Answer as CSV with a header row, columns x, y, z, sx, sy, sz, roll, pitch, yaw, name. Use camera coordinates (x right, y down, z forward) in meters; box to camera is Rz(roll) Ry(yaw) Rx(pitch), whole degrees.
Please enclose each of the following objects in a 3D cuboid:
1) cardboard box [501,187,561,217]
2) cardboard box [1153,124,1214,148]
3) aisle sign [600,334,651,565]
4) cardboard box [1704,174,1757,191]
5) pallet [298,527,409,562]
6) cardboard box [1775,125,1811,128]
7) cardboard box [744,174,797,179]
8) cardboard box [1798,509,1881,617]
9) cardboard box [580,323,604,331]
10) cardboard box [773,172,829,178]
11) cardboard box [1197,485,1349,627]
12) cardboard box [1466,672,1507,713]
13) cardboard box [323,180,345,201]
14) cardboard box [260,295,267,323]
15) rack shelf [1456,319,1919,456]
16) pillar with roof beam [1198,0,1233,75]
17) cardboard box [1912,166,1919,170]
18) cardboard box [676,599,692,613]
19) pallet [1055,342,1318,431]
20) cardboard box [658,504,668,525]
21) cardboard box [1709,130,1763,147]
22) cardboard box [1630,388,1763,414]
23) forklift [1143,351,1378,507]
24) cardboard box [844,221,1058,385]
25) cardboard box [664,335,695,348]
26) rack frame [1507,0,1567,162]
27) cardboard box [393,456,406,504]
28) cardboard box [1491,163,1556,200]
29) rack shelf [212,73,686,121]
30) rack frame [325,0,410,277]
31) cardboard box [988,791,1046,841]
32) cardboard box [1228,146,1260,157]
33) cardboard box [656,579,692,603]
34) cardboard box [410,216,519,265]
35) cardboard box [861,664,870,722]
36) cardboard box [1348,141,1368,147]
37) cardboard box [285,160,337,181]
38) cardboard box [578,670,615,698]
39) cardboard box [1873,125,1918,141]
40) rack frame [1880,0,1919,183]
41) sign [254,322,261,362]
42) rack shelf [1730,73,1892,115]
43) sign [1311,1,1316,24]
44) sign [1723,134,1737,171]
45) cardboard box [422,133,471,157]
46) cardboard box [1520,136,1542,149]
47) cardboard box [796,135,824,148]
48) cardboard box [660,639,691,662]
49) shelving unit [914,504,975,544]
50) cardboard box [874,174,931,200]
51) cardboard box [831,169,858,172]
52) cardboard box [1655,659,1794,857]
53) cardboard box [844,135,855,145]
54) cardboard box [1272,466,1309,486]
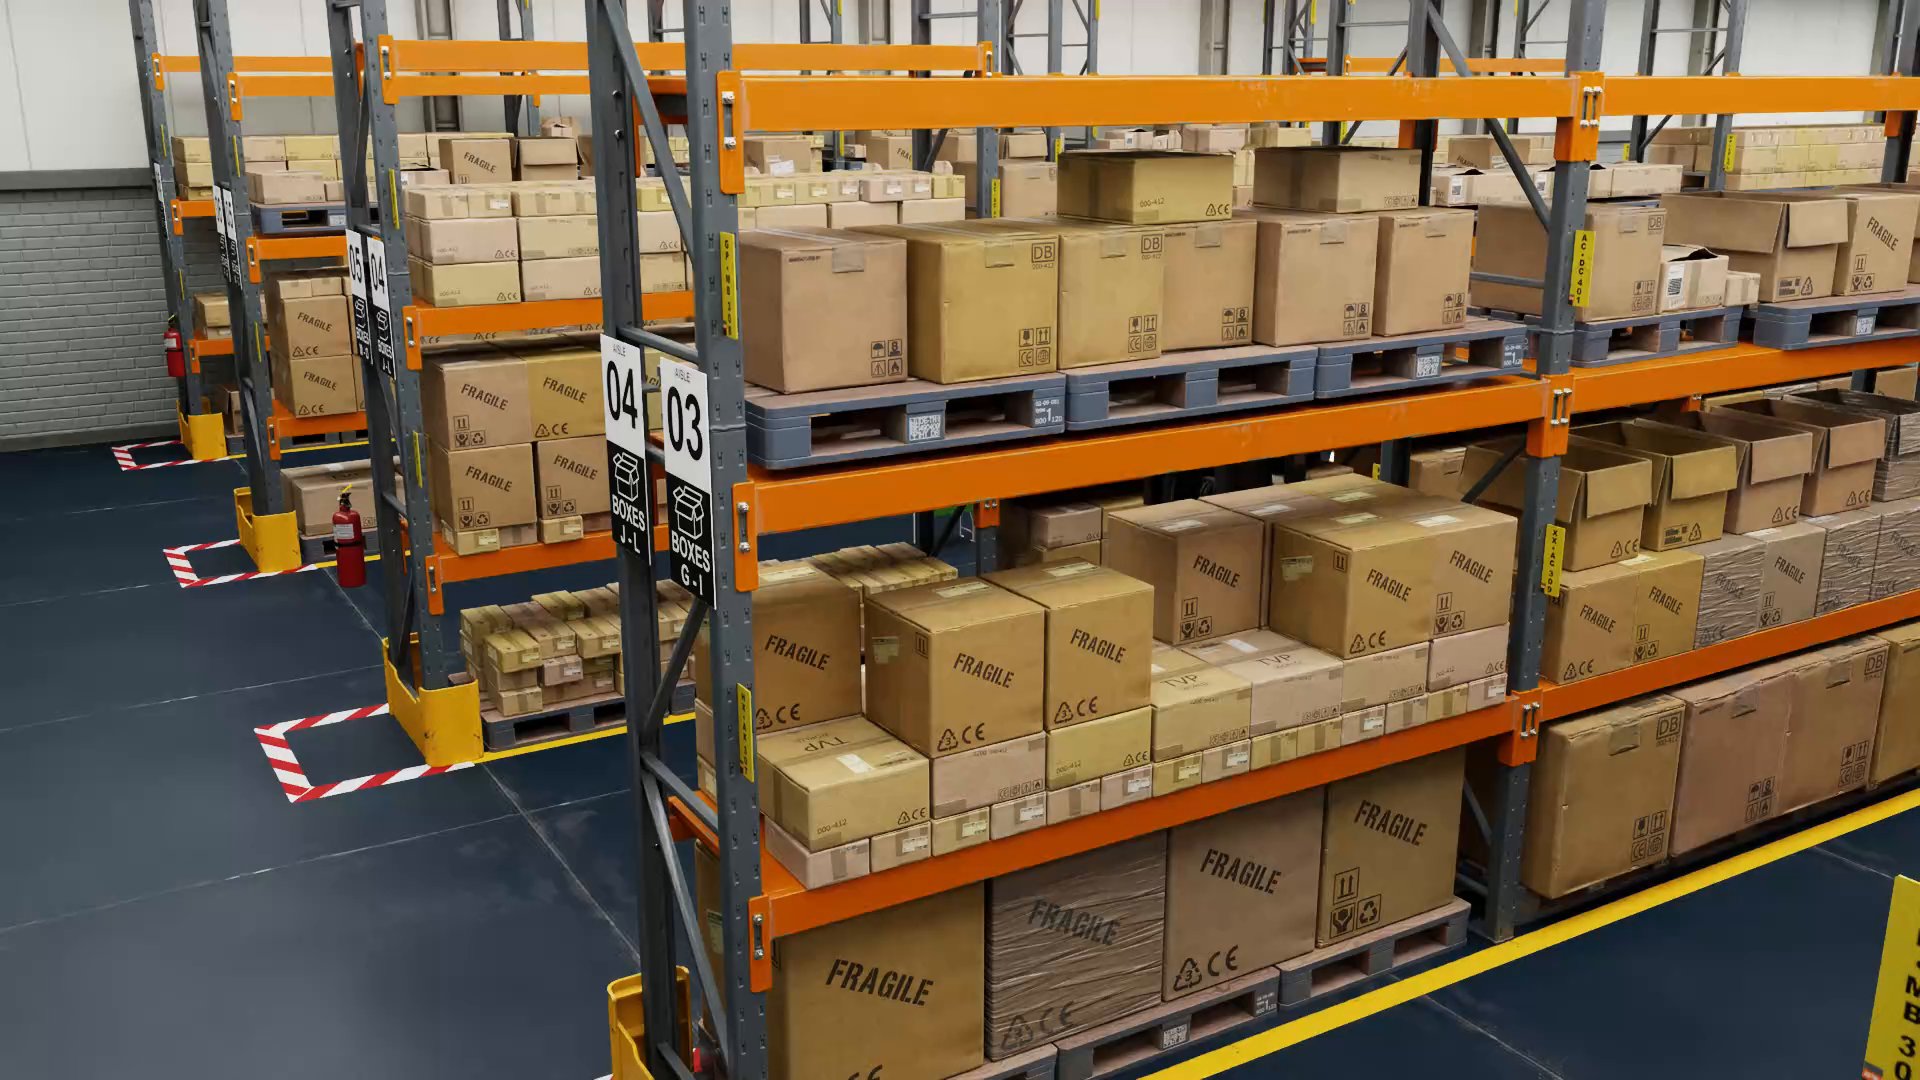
x,y,z,sx,sy,sz,roll,pitch,yaw,name
-2.580,-2.033,10.002,0.250,0.149,0.380,-9,18,-30,cardboard box
3.342,-6.122,24.821,0.637,0.503,0.797,-9,18,-28,cardboard box
-1.221,-0.334,6.067,0.004,0.787,0.394,-9,18,-30,aisle sign
7.300,-3.398,15.759,0.250,0.149,0.380,-10,18,-31,cardboard box
-5.464,-0.102,15.223,1.213,0.211,1.003,-9,18,-30,pallet
8.483,-4.181,17.076,0.250,0.149,0.380,-9,18,-29,cardboard box
-1.312,-2.416,11.368,0.250,0.149,0.380,-10,18,-31,cardboard box
4.683,0.084,9.208,0.500,0.500,0.500,-10,18,-32,cardboard box
-3.381,-2.203,15.514,0.500,0.500,0.500,-10,18,-31,cardboard box
-1.101,-2.457,11.513,0.250,0.149,0.380,-10,18,-31,cardboard box
1.455,0.063,7.804,0.500,0.500,0.500,-9,18,-30,cardboard box
2.331,0.661,7.802,0.250,0.149,0.380,-9,18,-29,cardboard box
-5.451,-3.049,14.516,0.250,0.149,0.380,-11,19,-34,cardboard box
-7.709,-2.605,18.713,0.500,0.250,0.500,-9,18,-29,cardboard box
4.138,-0.955,8.873,4.000,0.370,1.077,-9,18,-30,rack shelf
6.203,-6.692,22.450,0.400,9.000,9.100,-9,18,-30,pillar with roof beam
9.695,-3.787,17.146,0.250,0.149,0.380,-9,18,-29,cardboard box
-1.731,0.518,11.246,0.250,0.149,0.380,-9,18,-29,cardboard box
0.672,-0.700,6.798,1.213,0.211,1.003,-9,18,-30,pallet
-1.949,-0.230,10.978,0.250,0.149,0.380,-10,18,-31,cardboard box
7.300,-3.782,15.652,0.250,0.149,0.380,-9,18,-29,cardboard box
7.388,-1.103,16.785,0.875,0.875,0.875,-9,18,-29,cardboard box
1.984,-0.220,10.605,3.031,2.935,1.130,-9,18,-28,forklift
-0.043,-0.900,6.199,0.500,0.500,0.700,-10,19,-32,cardboard box
-1.630,-1.068,10.915,0.500,0.500,0.500,-10,18,-31,cardboard box
7.606,-6.428,21.510,0.127,3.000,1.000,-9,18,-30,rack frame
-4.814,-0.528,15.545,0.875,0.438,0.875,-9,18,-28,cardboard box
4.988,-3.139,14.534,0.500,0.311,0.500,-10,18,-31,cardboard box
-4.394,-3.943,14.718,4.000,0.370,1.077,-9,18,-30,rack shelf
-3.473,-3.073,9.540,0.127,3.000,1.000,-9,18,-30,rack frame
0.131,1.017,6.529,0.250,0.149,0.380,-10,18,-31,cardboard box
2.256,-3.049,13.407,0.258,0.266,0.396,-9,18,-30,cardboard box
-2.009,0.398,11.674,0.250,0.149,0.380,-10,18,-32,cardboard box
-2.954,-1.799,9.906,0.500,0.250,0.500,-9,18,-29,cardboard box
-0.291,0.707,6.896,0.500,0.250,0.500,-10,18,-31,cardboard box
4.616,-4.659,19.744,0.250,0.149,0.380,-10,18,-31,cardboard box
-7.277,-4.121,18.563,0.500,0.250,0.500,-10,18,-31,cardboard box
-2.467,0.896,11.000,0.250,0.149,0.380,-9,18,-29,cardboard box
9.472,-4.134,16.909,0.250,0.149,0.380,-9,18,-29,cardboard box
5.852,-3.023,9.363,0.127,3.000,1.000,-9,18,-30,rack frame
-5.828,-1.641,13.797,0.005,0.325,0.100,-9,18,-30,sign
8.528,-4.480,16.634,4.000,0.370,1.077,-9,18,-30,rack shelf
5.314,-7.936,25.013,0.005,0.325,0.100,-9,18,-30,sign
7.101,-3.573,15.340,0.005,0.325,0.100,-9,18,-30,sign
-5.979,-4.577,19.264,0.500,0.250,0.500,-10,18,-31,cardboard box
7.227,-5.105,21.333,0.250,0.149,0.380,-9,18,-29,cardboard box
-1.953,-5.166,21.554,0.250,0.149,0.380,-9,18,-28,cardboard box
-2.009,0.681,11.217,0.250,0.149,0.380,-10,19,-32,cardboard box
-0.142,-0.555,15.006,0.503,1.200,0.258,-9,18,-30,shelving unit
-0.393,-2.399,11.307,0.250,0.149,0.380,-9,18,-28,cardboard box
-1.137,-3.703,17.000,0.250,0.166,0.380,-8,17,-25,cardboard box
3.727,1.024,9.197,0.875,0.875,1.225,-10,18,-32,cardboard box
-1.322,-5.358,22.563,0.500,0.250,0.500,-9,18,-30,cardboard box
2.506,-0.427,13.681,0.500,0.250,0.500,-9,18,-29,cardboard box
